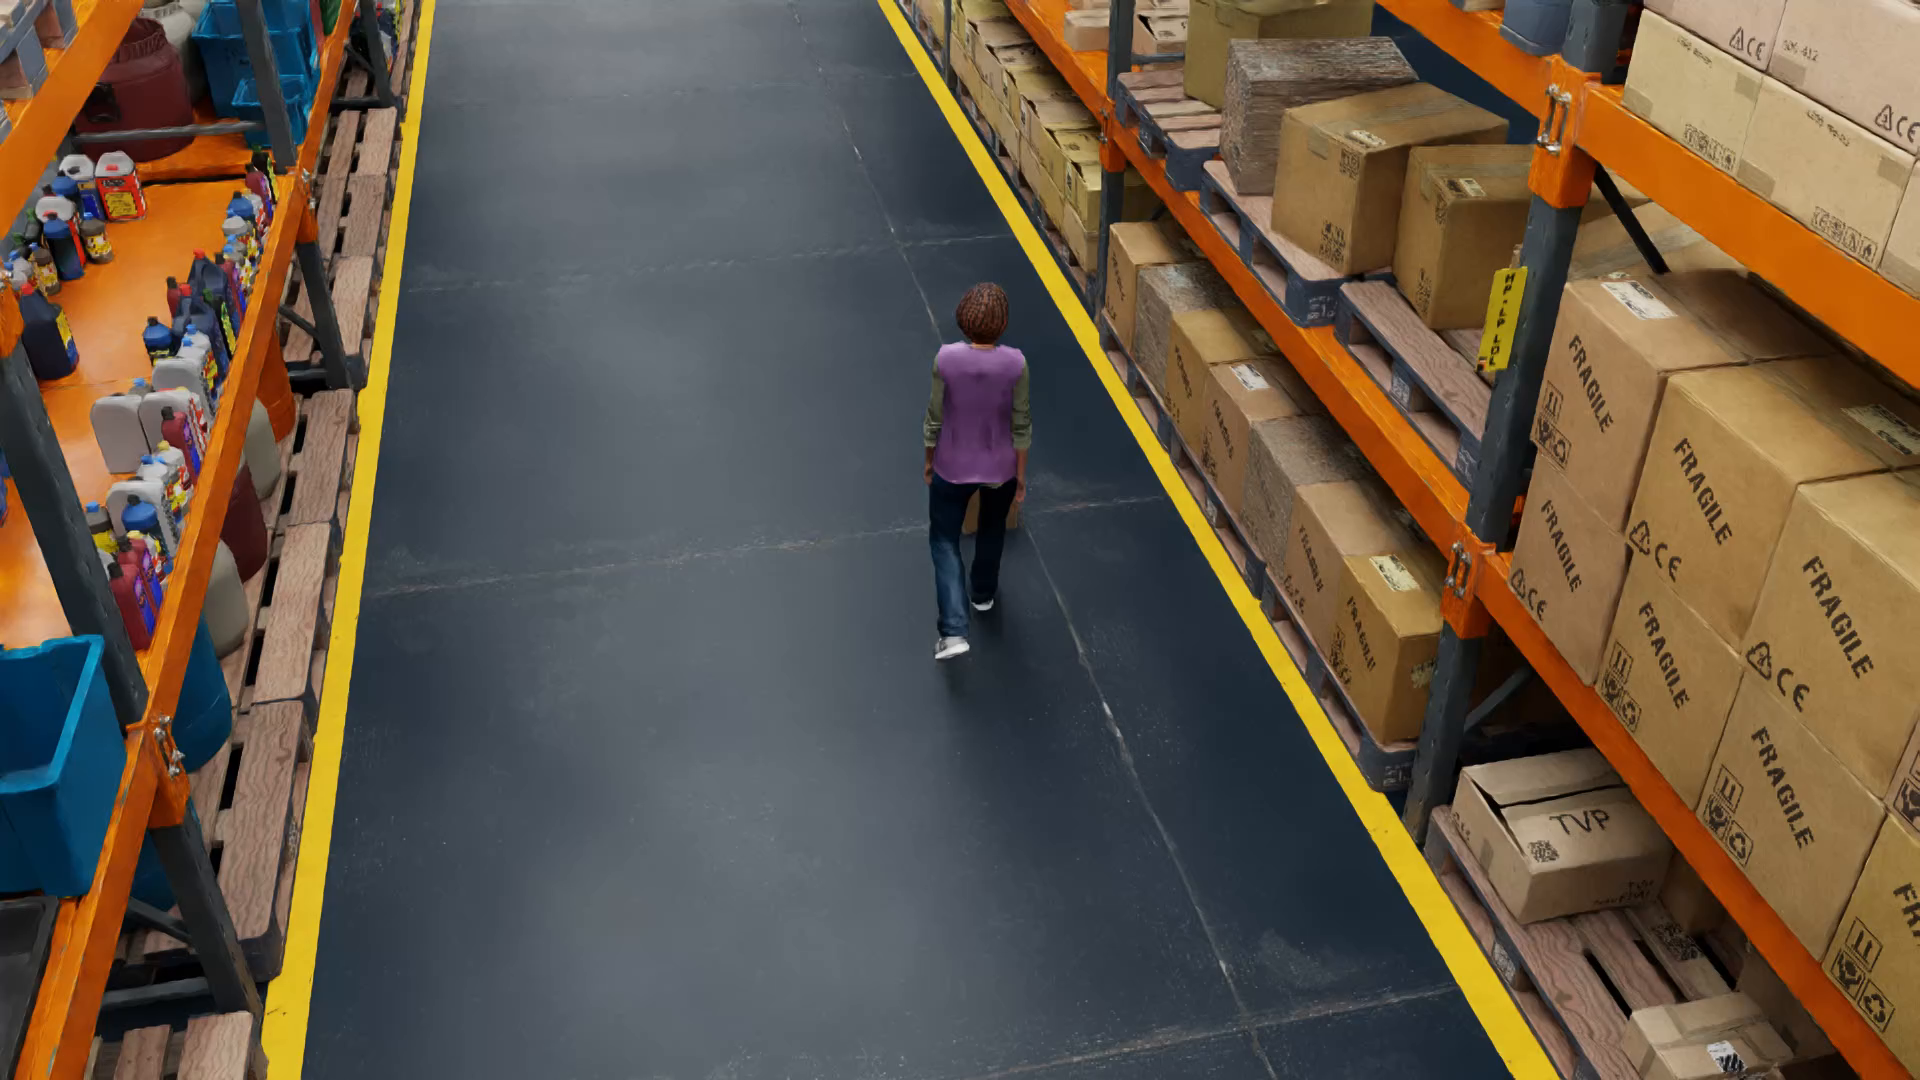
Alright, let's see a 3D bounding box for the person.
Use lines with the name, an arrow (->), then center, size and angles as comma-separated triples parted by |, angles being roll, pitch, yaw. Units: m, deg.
person -> 0.069, -0.165, 6.586 | 0.419, 1.332, 0.812 | -2, 35, -3
